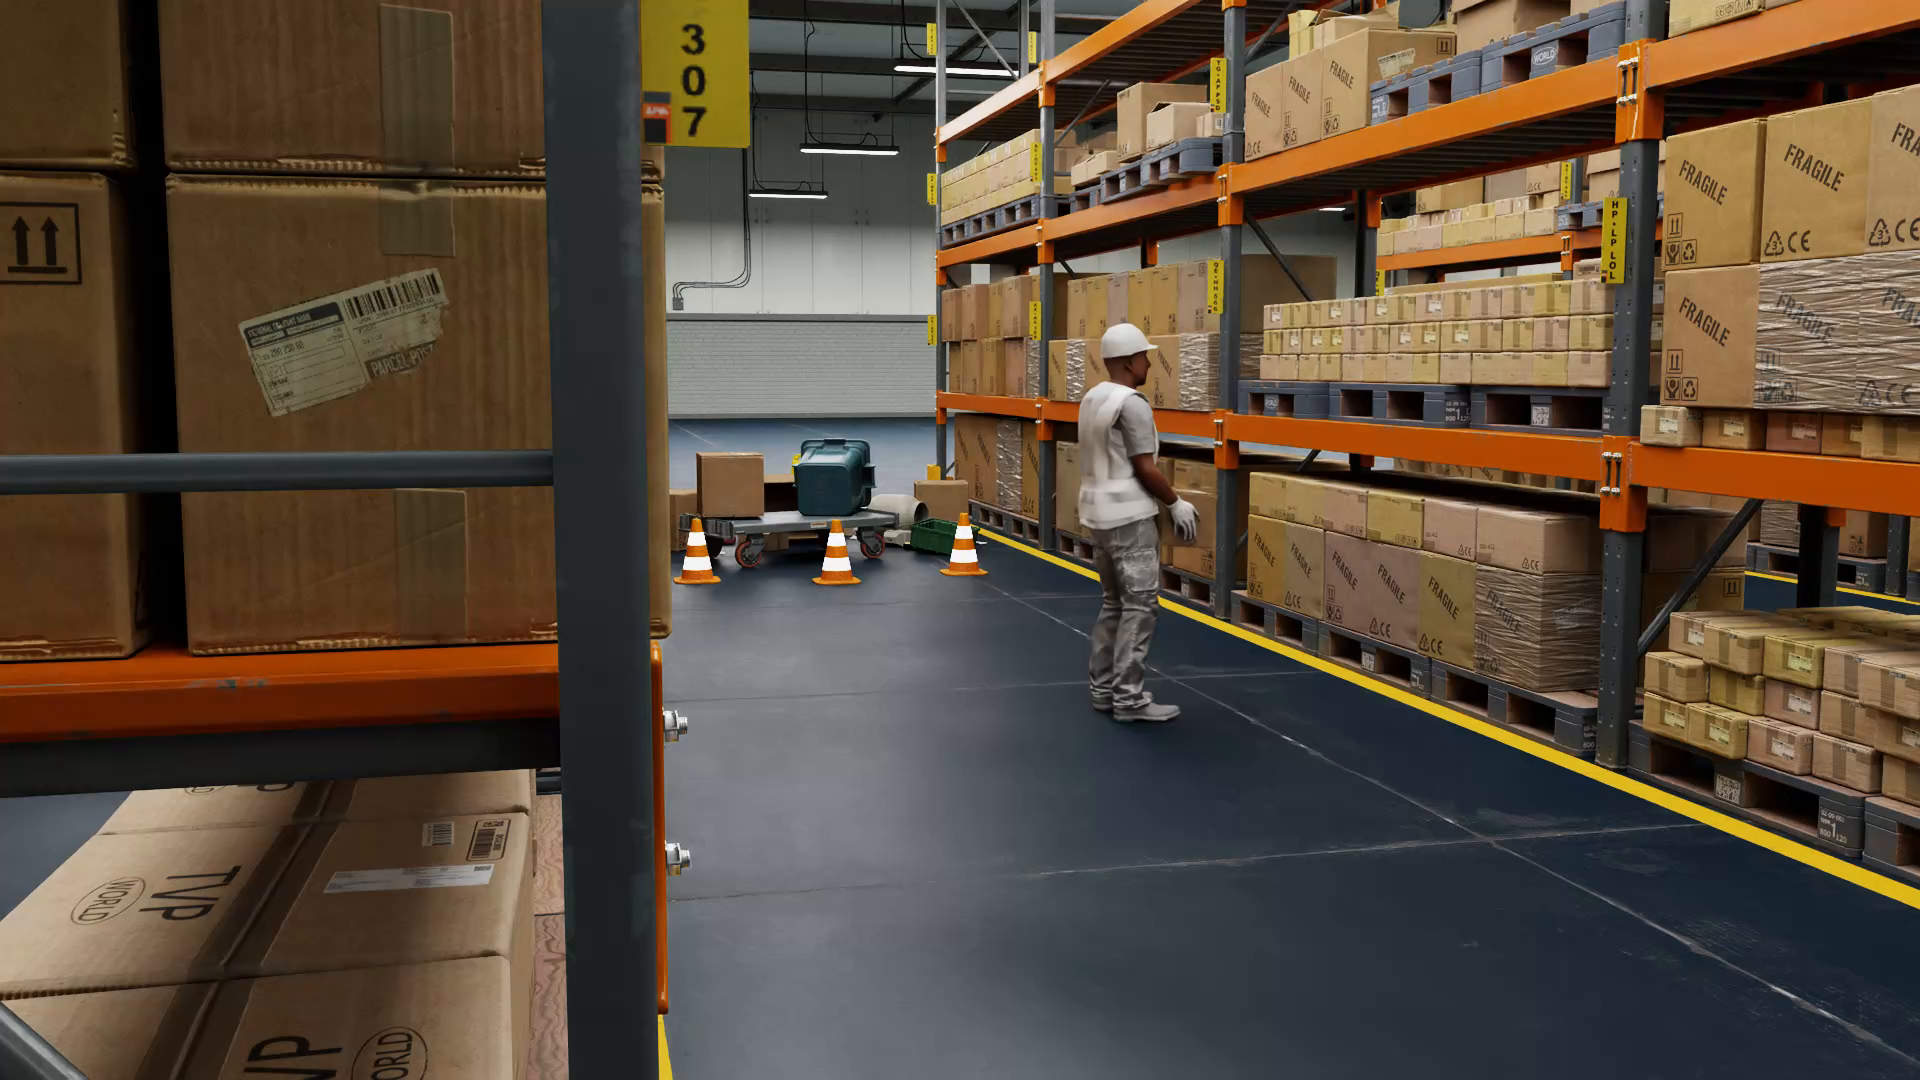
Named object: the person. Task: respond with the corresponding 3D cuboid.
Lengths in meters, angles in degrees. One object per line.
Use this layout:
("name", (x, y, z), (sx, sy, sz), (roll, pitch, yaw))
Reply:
("person", (0.806, -0.087, 7.606), (0.509, 1.788, 0.546), (-2, 6, -14))
